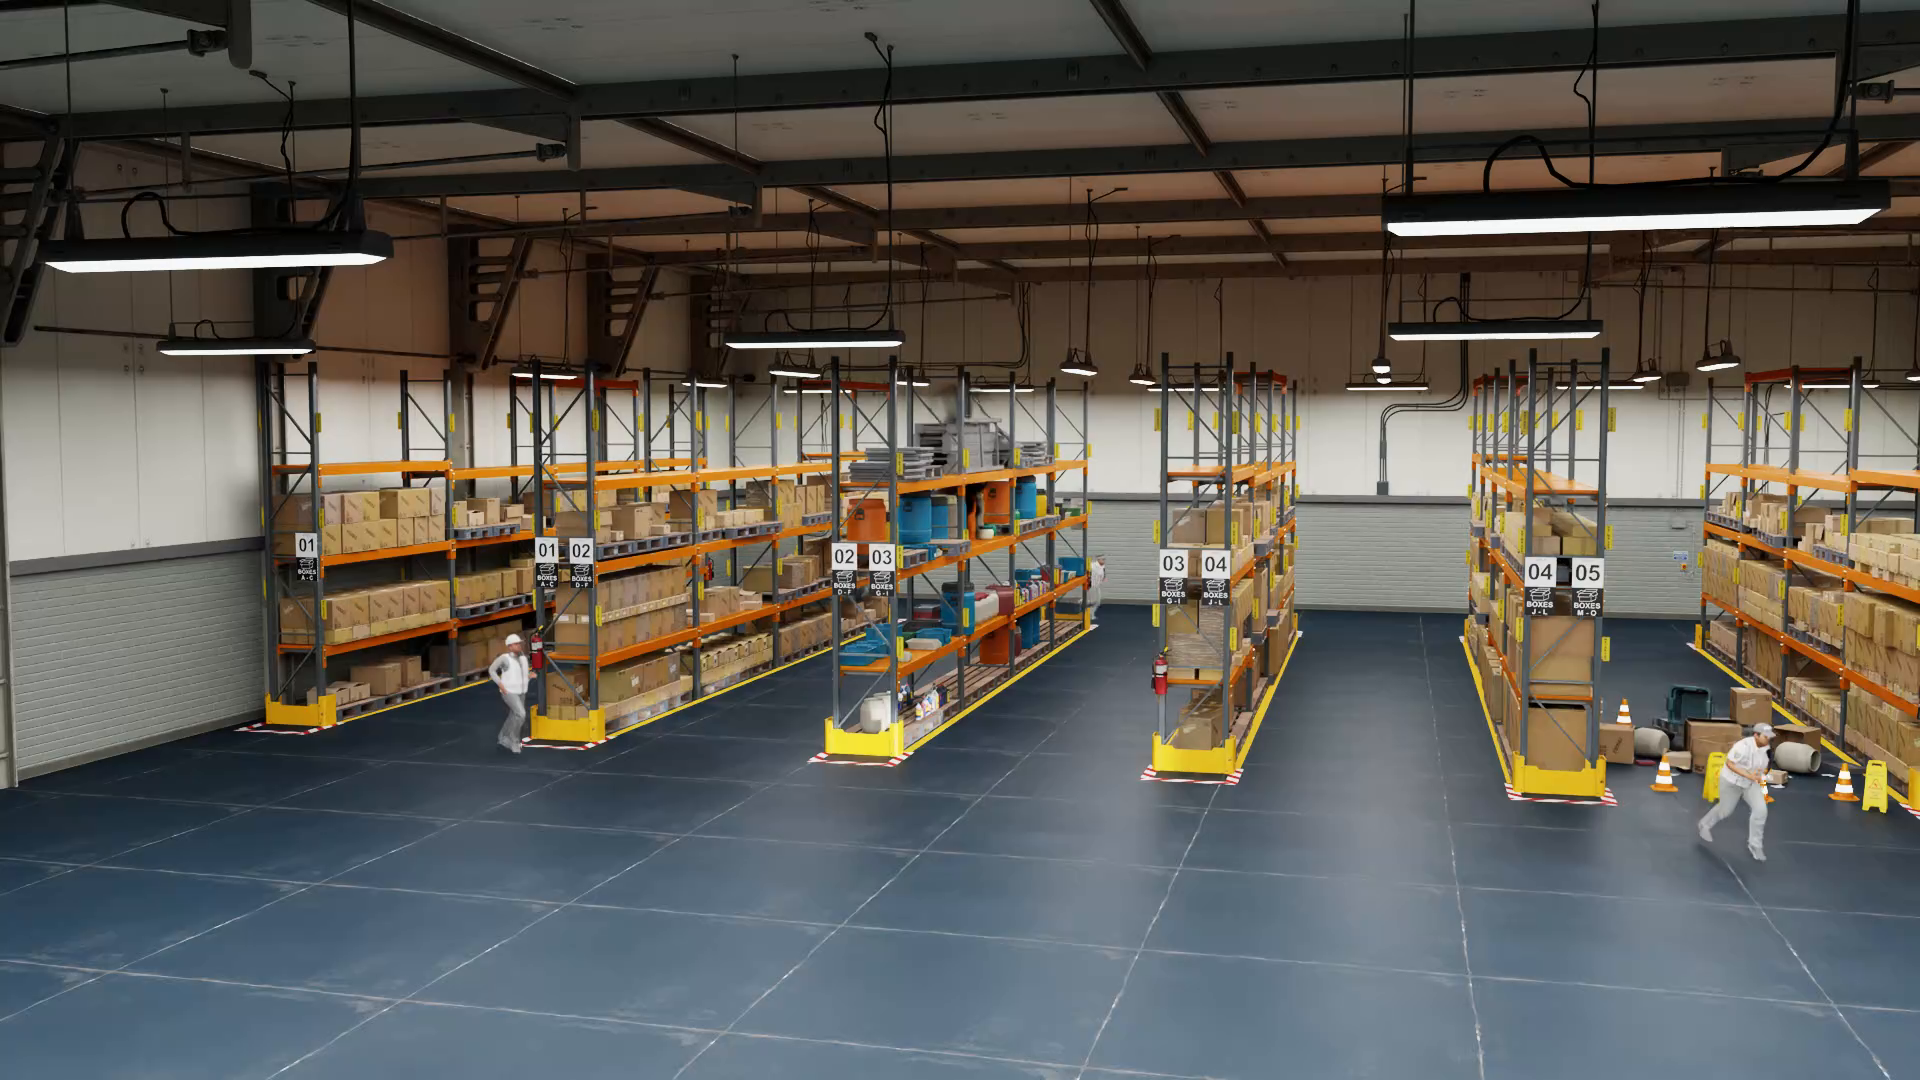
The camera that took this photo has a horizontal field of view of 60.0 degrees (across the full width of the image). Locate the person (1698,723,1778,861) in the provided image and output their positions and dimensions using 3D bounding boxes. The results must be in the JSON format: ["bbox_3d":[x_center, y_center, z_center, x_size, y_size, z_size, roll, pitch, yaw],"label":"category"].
[{"bbox_3d":[9.073,2.878,19.397,0.648,1.628,1.035,-2,4,-23],"label":"person"}]

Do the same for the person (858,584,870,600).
[{"bbox_3d":[-2.542,1.039,44.133,0.861,1.833,0.675,4,5,42],"label":"person"}]

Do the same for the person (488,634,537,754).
[{"bbox_3d":[-6.785,2.347,25.349,0.756,1.818,0.635,2,5,27],"label":"person"}]

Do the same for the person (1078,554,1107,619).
[{"bbox_3d":[3.398,1.184,42.555,0.765,1.707,0.657,3,5,33],"label":"person"}]
